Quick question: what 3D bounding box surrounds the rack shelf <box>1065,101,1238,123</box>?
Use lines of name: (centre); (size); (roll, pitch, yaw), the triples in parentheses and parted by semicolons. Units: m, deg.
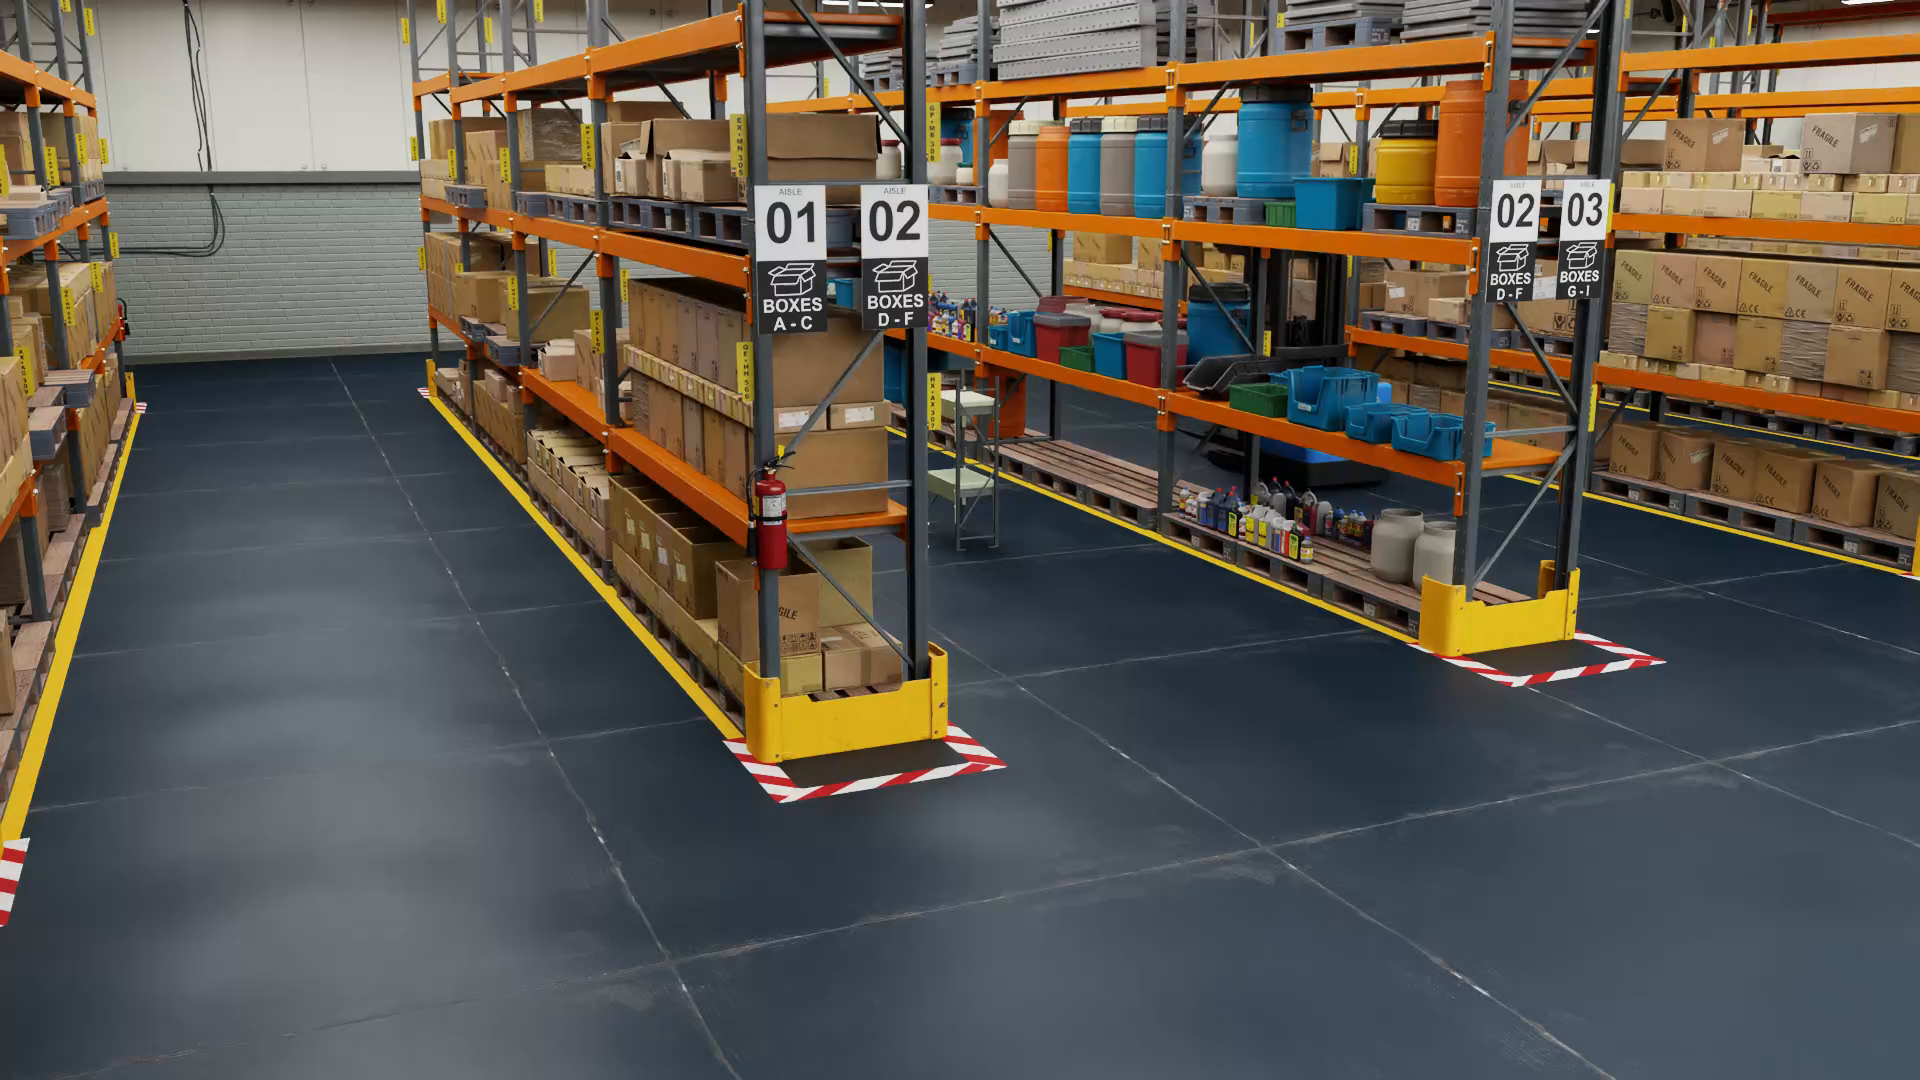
rack shelf: (2.804, -6.450, 25.263); (1.077, 0.370, 4.000); (-6, 14, -23)

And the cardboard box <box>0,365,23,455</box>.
cardboard box: (-6.128, -0.794, 10.272); (0.500, 0.500, 0.500); (-6, 14, -23)

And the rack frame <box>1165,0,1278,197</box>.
rack frame: (2.271, -4.482, 14.277); (1.000, 3.000, 0.127); (-6, 14, -23)

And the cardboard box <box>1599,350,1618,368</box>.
cardboard box: (6.620, -1.812, 16.605); (0.380, 0.149, 0.250); (-6, 14, -23)

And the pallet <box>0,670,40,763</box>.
pallet: (-6.012, 1.082, 9.725); (1.003, 0.211, 1.213); (-6, 14, -23)

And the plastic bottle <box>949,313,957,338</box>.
plastic bottle: (-0.084, -2.481, 19.223); (0.097, 0.271, 0.097); (0, 13, 0)

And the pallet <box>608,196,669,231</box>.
pallet: (-1.904, -2.357, 11.944); (1.003, 0.211, 1.213); (-6, 14, -23)

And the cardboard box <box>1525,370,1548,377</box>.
cardboard box: (8.678, -2.680, 24.410); (0.500, 0.500, 0.500); (-5, 14, -22)

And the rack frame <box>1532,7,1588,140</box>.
rack frame: (11.083, -8.303, 30.789); (1.000, 3.000, 0.127); (-6, 14, -23)

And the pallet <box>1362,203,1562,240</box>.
pallet: (3.632, -2.282, 11.842); (1.003, 0.211, 1.213); (-6, 14, -23)

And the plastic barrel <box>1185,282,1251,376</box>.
plastic barrel: (2.394, -1.910, 15.360); (0.600, 0.901, 0.708); (-6, 14, -23)

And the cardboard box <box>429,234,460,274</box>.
cardboard box: (-6.923, -3.905, 22.649); (0.500, 0.500, 0.500); (-5, 14, -22)

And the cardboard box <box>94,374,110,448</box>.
cardboard box: (-9.632, -1.352, 17.894); (0.750, 0.750, 0.750); (-5, 14, -22)

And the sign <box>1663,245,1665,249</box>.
sign: (9.299, -3.734, 21.961); (0.100, 0.325, 0.005); (-6, 14, -23)

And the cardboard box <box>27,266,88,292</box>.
cardboard box: (-9.394, -2.706, 17.319); (0.500, 0.250, 0.500); (-5, 14, -22)

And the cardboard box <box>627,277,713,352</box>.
cardboard box: (-2.085, -1.702, 12.472); (0.700, 0.500, 0.500); (-6, 14, -23)

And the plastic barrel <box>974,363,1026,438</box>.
plastic barrel: (0.457, -1.632, 19.151); (0.600, 0.830, 0.708); (-6, 14, -23)

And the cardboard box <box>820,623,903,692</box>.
cardboard box: (-0.678, 0.718, 10.281); (0.500, 0.250, 0.500); (-6, 14, -23)

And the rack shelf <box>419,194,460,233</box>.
rack shelf: (-6.275, -4.289, 21.693); (1.077, 0.370, 4.000); (-6, 14, -23)

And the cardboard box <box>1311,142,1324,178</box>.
cardboard box: (4.470, -4.837, 21.313); (0.500, 0.500, 0.500); (-5, 14, -20)

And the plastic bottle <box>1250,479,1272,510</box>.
plastic bottle: (2.661, -0.363, 14.684); (0.144, 0.351, 0.185); (-6, 14, -23)

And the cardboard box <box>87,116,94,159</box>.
cardboard box: (-10.663, -4.812, 19.874); (0.500, 0.500, 0.500); (-6, 14, -25)

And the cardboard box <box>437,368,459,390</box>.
cardboard box: (-6.918, -2.225, 22.954); (0.500, 0.250, 0.500); (-6, 14, -23)

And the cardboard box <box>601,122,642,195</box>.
cardboard box: (-2.309, -2.767, 12.058); (0.500, 0.500, 0.500); (-4, 14, -18)

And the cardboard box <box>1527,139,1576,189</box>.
cardboard box: (6.334, -4.023, 17.788); (0.797, 0.503, 0.637); (-5, 14, -21)

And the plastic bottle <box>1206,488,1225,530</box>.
plastic bottle: (2.214, -0.279, 14.320); (0.144, 0.351, 0.185); (-5, 14, -21)

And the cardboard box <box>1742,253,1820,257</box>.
cardboard box: (7.643, -2.412, 15.542); (0.500, 0.500, 0.500); (-6, 14, -23)

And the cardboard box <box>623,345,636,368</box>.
cardboard box: (-2.339, -1.404, 12.624); (0.380, 0.149, 0.250); (-6, 14, -23)

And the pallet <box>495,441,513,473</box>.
pallet: (-4.621, -0.990, 18.677); (1.003, 0.211, 1.213); (-6, 14, -23)

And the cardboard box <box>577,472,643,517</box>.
cardboard box: (-2.908, -0.415, 13.935); (0.500, 0.311, 0.500); (-5, 14, -21)

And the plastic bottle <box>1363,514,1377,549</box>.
plastic bottle: (3.359, -0.075, 13.589); (0.061, 0.283, 0.133); (-5, 14, -22)

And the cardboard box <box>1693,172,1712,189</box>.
cardboard box: (7.053, -3.340, 15.445); (0.380, 0.149, 0.250); (-5, 14, -21)

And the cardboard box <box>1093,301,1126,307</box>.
cardboard box: (2.697, -3.342, 26.438); (0.875, 0.875, 0.875); (-6, 14, -23)

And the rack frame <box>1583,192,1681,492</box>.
rack frame: (6.809, -2.006, 16.886); (1.000, 3.000, 0.127); (-6, 14, -23)

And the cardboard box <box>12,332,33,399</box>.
cardboard box: (-7.489, -1.285, 12.571); (0.700, 0.500, 0.500); (-4, 14, -15)

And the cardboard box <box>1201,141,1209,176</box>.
cardboard box: (3.236, -5.579, 24.295); (0.700, 0.500, 0.500); (-7, 15, -26)

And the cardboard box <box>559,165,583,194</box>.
cardboard box: (-3.411, -3.336, 15.382); (0.500, 0.250, 0.500); (-5, 14, -21)

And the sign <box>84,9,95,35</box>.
sign: (-11.110, -6.606, 21.207); (0.100, 0.325, 0.005); (-6, 14, -23)

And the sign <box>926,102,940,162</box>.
sign: (-0.156, -2.261, 9.218); (0.100, 0.325, 0.005); (-6, 14, -23)

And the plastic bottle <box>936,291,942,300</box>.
plastic bottle: (-0.266, -3.027, 21.407); (0.144, 0.351, 0.185); (-6, 14, -23)

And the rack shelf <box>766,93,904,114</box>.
rack shelf: (-1.735, -6.002, 23.330); (1.077, 0.370, 4.000); (-6, 14, -23)

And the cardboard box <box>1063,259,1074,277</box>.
cardboard box: (1.947, -4.434, 27.048); (0.500, 0.250, 0.500); (-6, 14, -24)

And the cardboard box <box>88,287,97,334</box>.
cardboard box: (-9.595, -2.448, 17.868); (0.500, 0.500, 0.500); (-6, 14, -24)

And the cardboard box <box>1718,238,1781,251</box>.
cardboard box: (10.167, -3.598, 21.323); (0.700, 0.500, 0.500); (-6, 14, -24)

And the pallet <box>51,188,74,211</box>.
pallet: (-9.599, -3.500, 17.113); (0.805, 0.209, 1.217); (-6, 14, -25)

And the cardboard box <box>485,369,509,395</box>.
cardboard box: (-5.103, -1.798, 18.893); (0.500, 0.250, 0.500); (-6, 14, -23)

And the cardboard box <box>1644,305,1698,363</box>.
cardboard box: (7.101, -1.995, 15.956); (0.875, 0.500, 0.500); (-6, 14, -23)

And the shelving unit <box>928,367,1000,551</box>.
shelving unit: (0.003, -0.729, 14.695); (0.431, 1.500, 0.755); (-6, 14, -23)

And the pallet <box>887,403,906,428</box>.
pallet: (-0.663, -1.690, 21.704); (1.003, 0.211, 1.213); (-6, 14, -23)

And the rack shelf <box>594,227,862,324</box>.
rack shelf: (-1.468, -1.810, 10.981); (1.077, 0.370, 4.000); (-6, 14, -23)

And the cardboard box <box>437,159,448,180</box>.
cardboard box: (-6.313, -4.680, 21.010); (0.500, 0.250, 0.500); (-6, 14, -23)

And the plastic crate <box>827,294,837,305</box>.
plastic crate: (-1.628, -3.314, 23.013); (0.437, 0.125, 0.590); (-6, 14, -23)

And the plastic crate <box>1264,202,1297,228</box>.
plastic crate: (2.654, -2.567, 13.124); (0.336, 0.188, 0.450); (-6, 14, -23)

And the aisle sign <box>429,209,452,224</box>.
aisle sign: (-7.372, -4.846, 23.389); (0.394, 0.787, 0.004); (-6, 14, -23)

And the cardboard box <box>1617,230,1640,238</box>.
cardboard box: (11.835, -5.373, 28.991); (0.500, 0.500, 0.500); (-5, 14, -22)

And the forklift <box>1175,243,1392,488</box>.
forklift: (3.418, -2.255, 18.112); (1.130, 2.935, 3.031); (-6, 14, -23)
